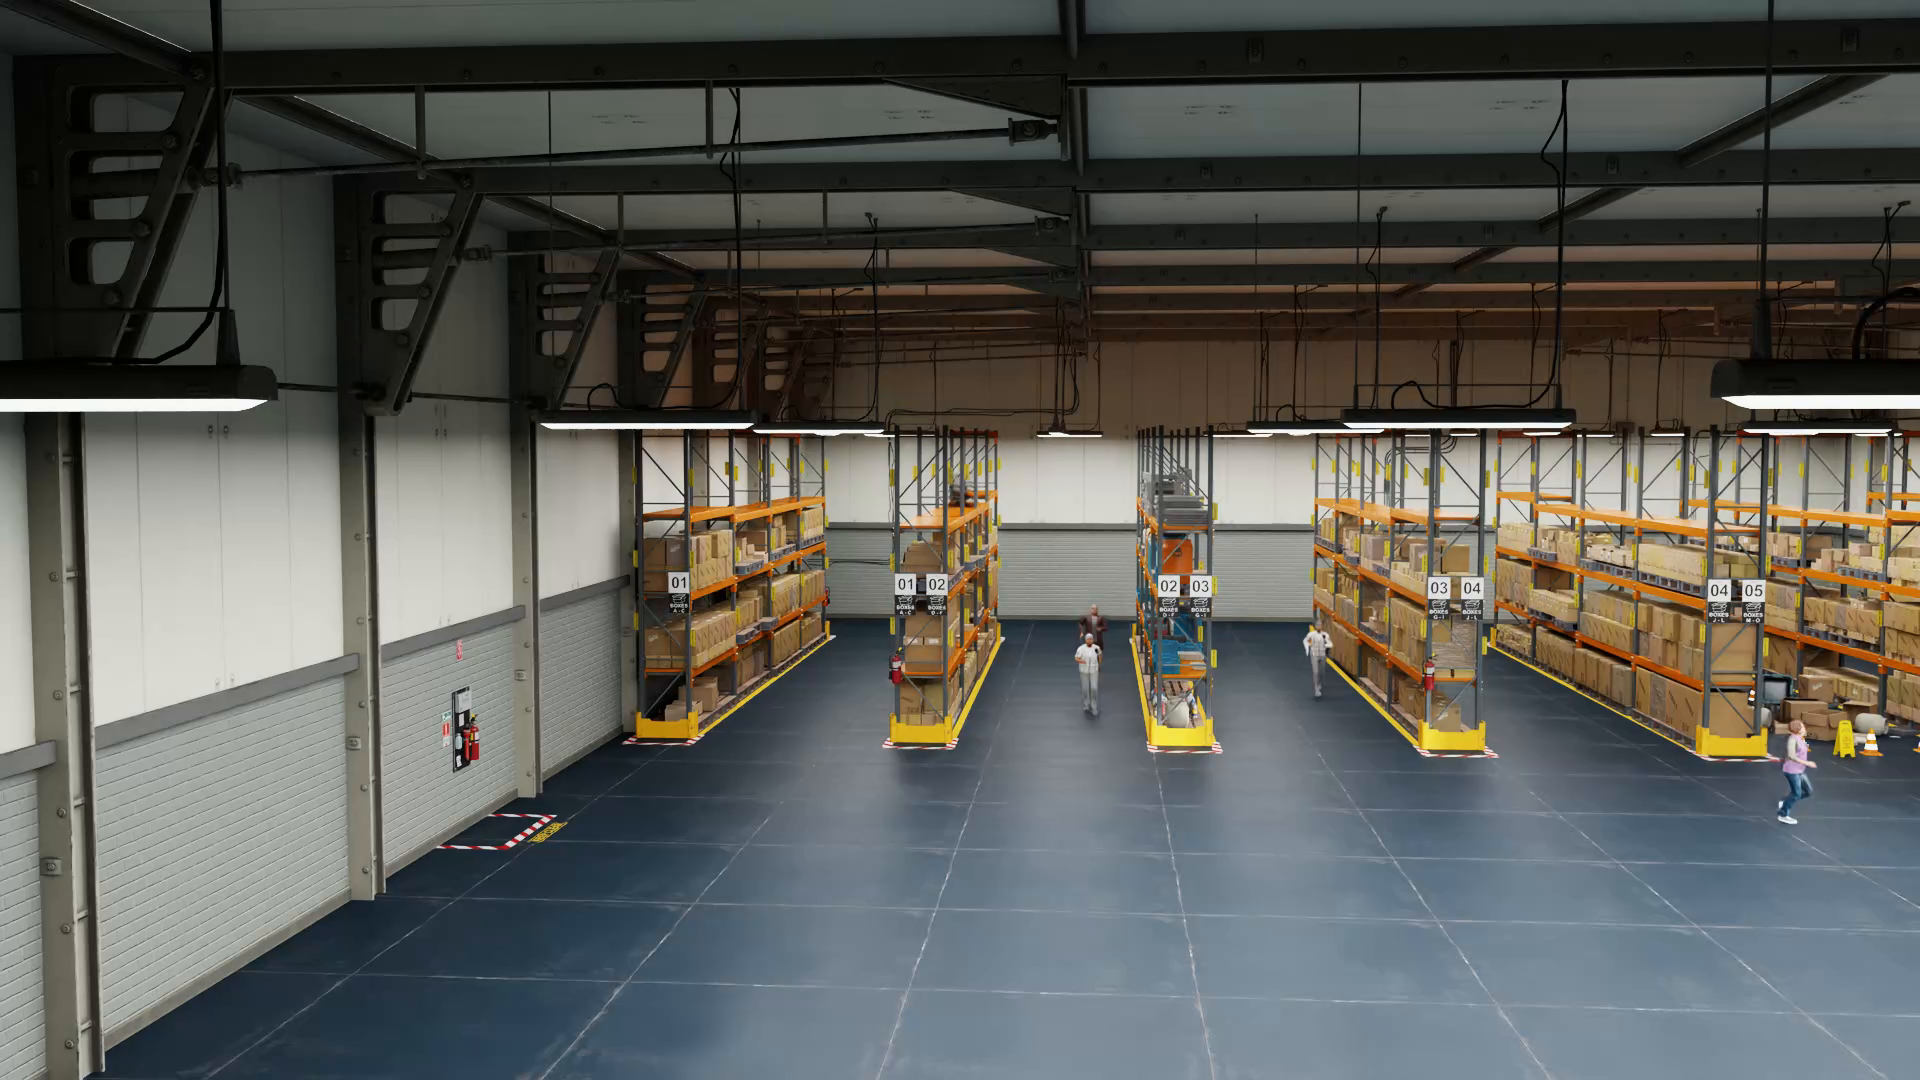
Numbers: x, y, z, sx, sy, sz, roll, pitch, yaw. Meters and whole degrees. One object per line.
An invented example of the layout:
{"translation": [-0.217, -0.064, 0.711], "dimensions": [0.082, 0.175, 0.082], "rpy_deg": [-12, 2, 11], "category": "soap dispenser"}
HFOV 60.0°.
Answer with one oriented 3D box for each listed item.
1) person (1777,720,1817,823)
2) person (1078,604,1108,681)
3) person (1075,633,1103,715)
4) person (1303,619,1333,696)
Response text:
{"translation": [12.475, 3.453, 24.752], "dimensions": [0.545, 1.545, 0.566], "rpy_deg": [3, 4, 39], "category": "person"}
{"translation": [3.194, 2.454, 39.709], "dimensions": [0.675, 1.846, 0.829], "rpy_deg": [0, 3, -4], "category": "person"}
{"translation": [2.700, 2.814, 34.911], "dimensions": [0.587, 1.722, 0.744], "rpy_deg": [0, 3, 4], "category": "person"}
{"translation": [8.049, 2.616, 37.342], "dimensions": [0.611, 1.669, 0.940], "rpy_deg": [0, 3, 2], "category": "person"}
